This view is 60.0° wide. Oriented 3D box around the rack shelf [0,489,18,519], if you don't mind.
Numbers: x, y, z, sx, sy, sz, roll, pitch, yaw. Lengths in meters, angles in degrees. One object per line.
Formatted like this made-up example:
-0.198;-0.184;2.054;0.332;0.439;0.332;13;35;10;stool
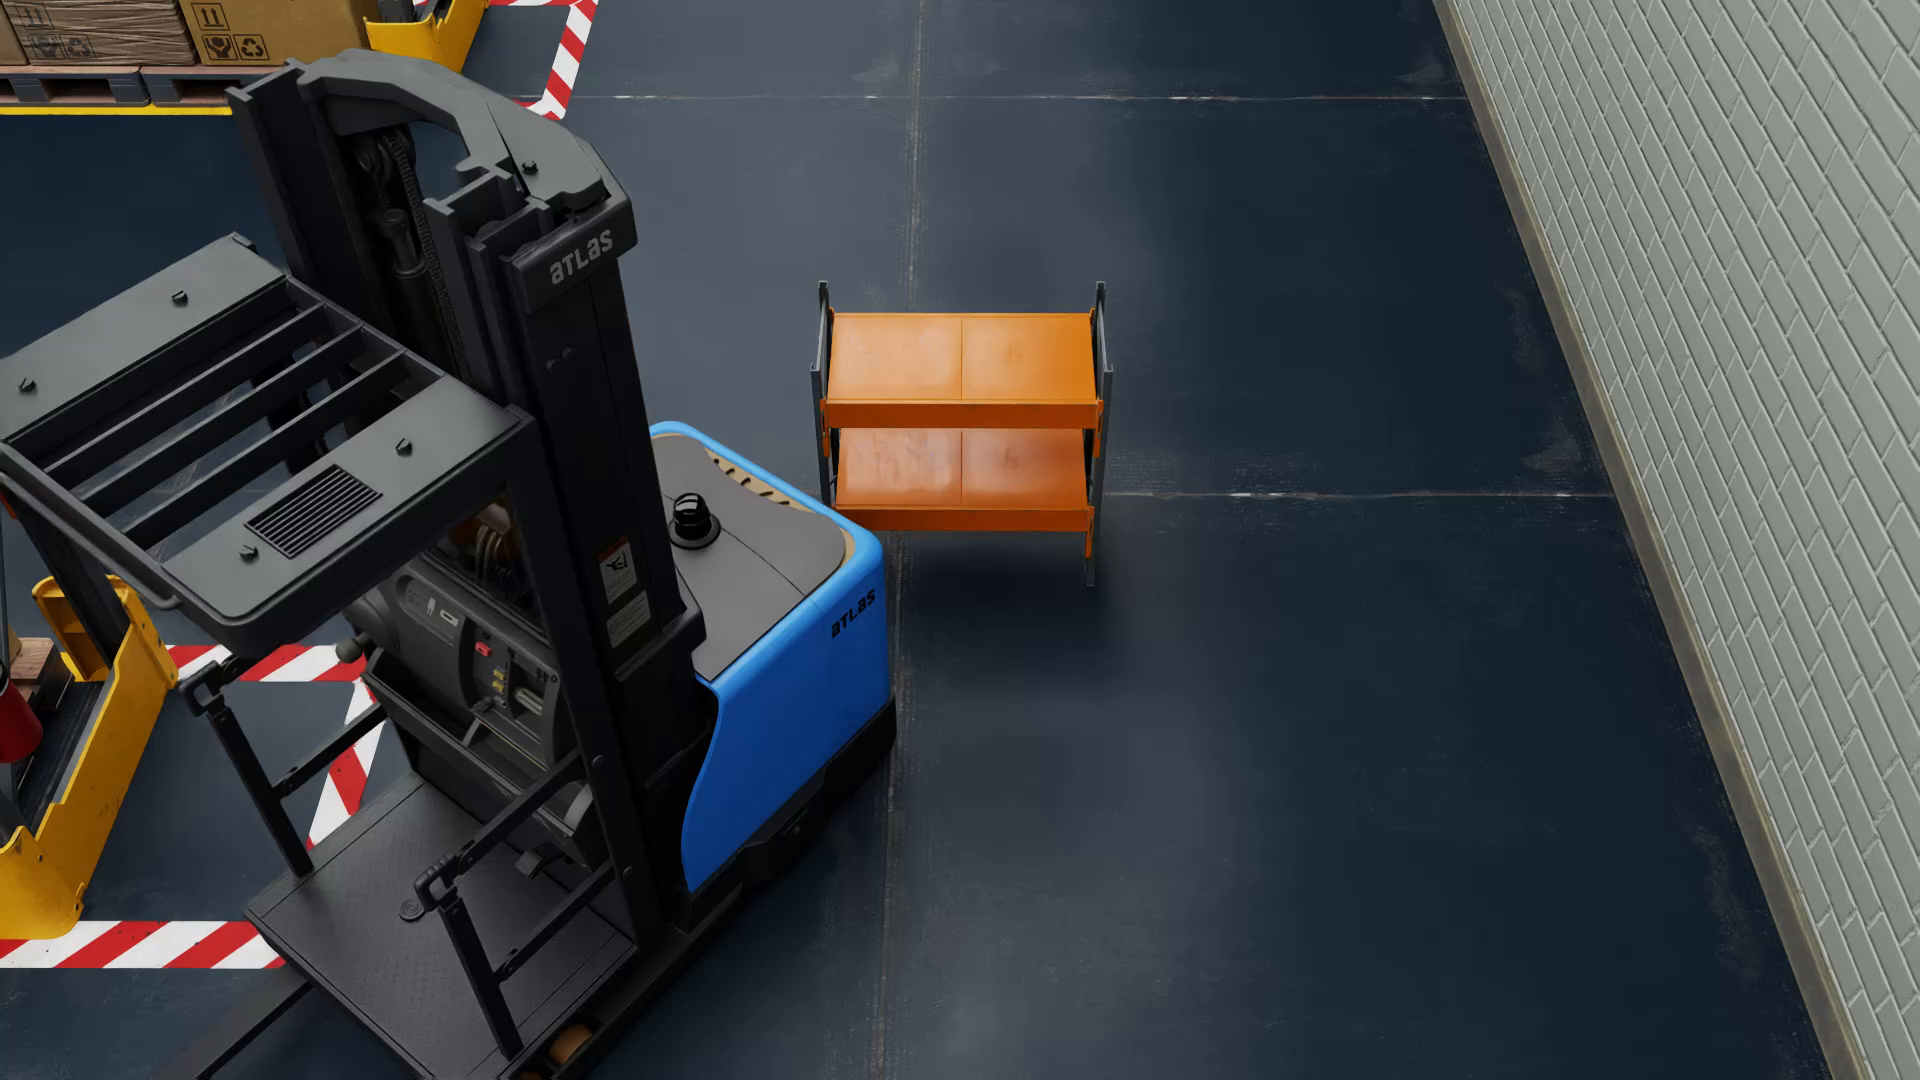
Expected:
-5.046;0.114;5.086;4.000;0.370;1.077;0;47;0;rack shelf

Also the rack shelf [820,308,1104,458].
0.007;-0.583;6.124;1.000;0.278;0.538;0;47;0;rack shelf

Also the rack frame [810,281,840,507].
-0.502;-0.385;6.340;0.032;1.125;0.500;0;47;0;rack frame

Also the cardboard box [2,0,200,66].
-4.477;-3.121;8.771;0.875;0.875;0.875;0;47;0;cardboard box

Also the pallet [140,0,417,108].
-3.727;-2.751;9.167;1.213;0.211;1.003;0;47;0;pallet

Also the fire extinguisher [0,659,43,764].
-2.796;0.366;4.668;0.183;0.674;0.296;0;47;0;fire extinguisher

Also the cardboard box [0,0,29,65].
-5.367;-3.124;8.773;0.875;0.875;0.875;0;47;0;cardboard box

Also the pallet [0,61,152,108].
-4.944;-2.757;9.172;1.213;0.211;1.003;0;47;0;pallet

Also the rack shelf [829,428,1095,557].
0.007;-0.217;6.517;1.000;0.278;0.538;0;47;0;rack shelf

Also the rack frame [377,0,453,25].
-2.927;-3.756;8.197;0.127;3.000;1.000;0;47;0;rack frame

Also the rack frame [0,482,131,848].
-3.046;-0.126;4.818;0.127;3.000;1.000;0;47;0;rack frame

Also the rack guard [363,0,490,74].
-2.903;-2.905;9.112;0.348;0.500;1.175;0;47;0;rack guard

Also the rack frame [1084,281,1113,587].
0.515;-0.382;6.337;0.032;1.125;0.500;0;47;0;rack frame

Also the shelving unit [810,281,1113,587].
0.007;-0.383;6.338;1.048;1.125;0.538;0;47;0;shelving unit

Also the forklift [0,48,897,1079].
-1.533;0.366;4.407;1.130;2.935;3.031;30;54;25;forklift

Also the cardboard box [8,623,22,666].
-3.569;0.466;5.927;0.250;0.149;0.380;1;47;1;cardboard box

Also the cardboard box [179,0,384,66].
-3.567;-3.119;8.768;0.875;0.875;0.875;0;47;0;cardboard box

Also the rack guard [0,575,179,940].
-3.122;0.725;5.733;0.348;0.500;1.175;0;47;0;rack guard

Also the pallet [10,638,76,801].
-3.935;0.796;5.865;1.213;0.211;1.003;0;47;0;pallet
